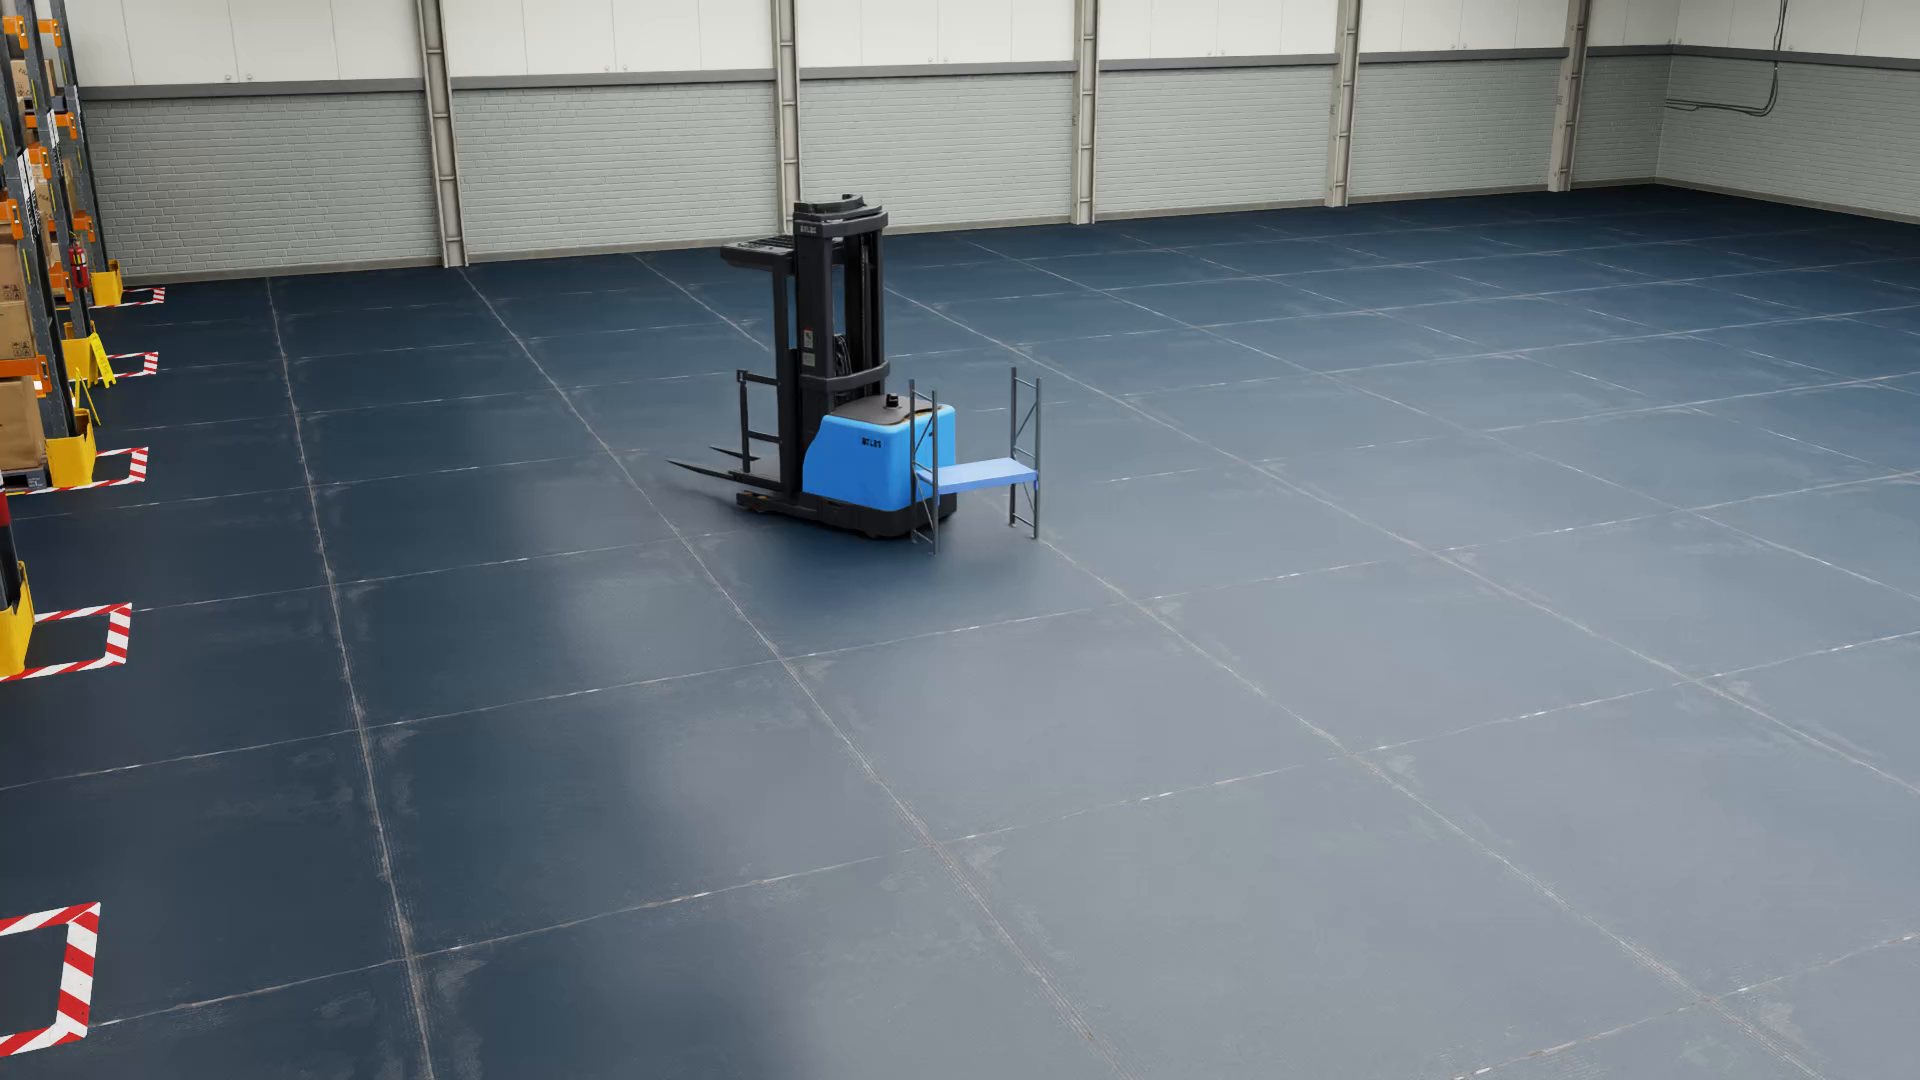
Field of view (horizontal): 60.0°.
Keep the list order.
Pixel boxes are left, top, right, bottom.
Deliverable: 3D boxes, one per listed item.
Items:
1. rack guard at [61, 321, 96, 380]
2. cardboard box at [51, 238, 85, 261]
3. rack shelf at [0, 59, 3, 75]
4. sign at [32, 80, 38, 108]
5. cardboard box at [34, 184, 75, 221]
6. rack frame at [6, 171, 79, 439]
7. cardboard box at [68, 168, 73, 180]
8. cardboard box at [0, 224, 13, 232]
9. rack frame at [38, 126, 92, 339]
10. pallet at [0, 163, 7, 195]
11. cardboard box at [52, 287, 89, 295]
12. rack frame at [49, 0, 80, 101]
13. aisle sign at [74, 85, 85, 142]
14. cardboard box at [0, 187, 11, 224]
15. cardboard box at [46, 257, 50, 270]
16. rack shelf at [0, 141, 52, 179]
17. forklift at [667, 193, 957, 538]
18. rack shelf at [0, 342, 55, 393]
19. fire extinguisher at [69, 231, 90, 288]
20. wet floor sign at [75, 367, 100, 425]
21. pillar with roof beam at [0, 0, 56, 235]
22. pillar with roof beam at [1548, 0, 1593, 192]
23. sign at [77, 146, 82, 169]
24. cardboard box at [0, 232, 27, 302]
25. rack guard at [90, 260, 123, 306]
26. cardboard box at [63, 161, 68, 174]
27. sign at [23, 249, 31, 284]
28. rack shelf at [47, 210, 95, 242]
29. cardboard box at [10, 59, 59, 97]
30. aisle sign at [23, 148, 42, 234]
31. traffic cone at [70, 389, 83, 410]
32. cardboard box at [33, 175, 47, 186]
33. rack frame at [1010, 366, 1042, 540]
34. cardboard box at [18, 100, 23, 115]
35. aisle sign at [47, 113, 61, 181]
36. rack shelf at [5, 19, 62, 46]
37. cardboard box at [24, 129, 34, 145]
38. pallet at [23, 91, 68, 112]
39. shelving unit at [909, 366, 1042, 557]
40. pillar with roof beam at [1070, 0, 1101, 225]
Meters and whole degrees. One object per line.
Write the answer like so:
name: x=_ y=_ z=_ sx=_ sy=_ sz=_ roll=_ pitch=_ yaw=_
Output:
rack guard: x=-11.218 y=-2.425 z=21.190 sx=0.348 sy=0.500 sz=1.175 roll=-8 pitch=21 yaw=-22
cardboard box: x=-13.417 y=-4.344 z=24.880 sx=0.500 sy=0.250 sz=0.500 roll=-7 pitch=21 yaw=-20
rack shelf: x=-10.932 y=-4.157 z=14.996 sx=4.000 sy=0.370 sz=1.077 roll=-8 pitch=21 yaw=-22
sign: x=-10.947 y=-5.275 z=19.670 sx=0.005 sy=0.325 sz=0.100 roll=-8 pitch=21 yaw=-22
cardboard box: x=-13.466 y=-5.030 z=24.673 sx=0.500 sy=0.500 sz=0.500 roll=-9 pitch=21 yaw=-23
rack frame: x=-9.095 y=-2.118 z=16.554 sx=0.127 sy=3.000 sz=1.000 roll=-8 pitch=21 yaw=-22
cardboard box: x=-13.532 y=-5.515 z=25.075 sx=0.250 sy=0.149 sz=0.380 roll=-9 pitch=21 yaw=-23
cardboard box: x=-11.538 y=-3.646 z=20.296 sx=0.500 sy=0.500 sz=0.500 roll=-9 pitch=21 yaw=-23
rack frame: x=-11.149 y=-3.614 z=20.803 sx=0.127 sy=3.000 sz=1.000 roll=-8 pitch=21 yaw=-22
pallet: x=-9.772 y=-3.390 z=15.784 sx=1.213 sy=0.211 sz=1.003 roll=-8 pitch=21 yaw=-22
cardboard box: x=-13.424 y=-3.870 z=25.039 sx=0.500 sy=0.250 sz=0.500 roll=-8 pitch=21 yaw=-22
rack frame: x=-13.118 y=-7.957 z=24.105 sx=0.127 sy=3.000 sz=1.000 roll=-8 pitch=21 yaw=-22
aisle sign: x=-12.941 y=-6.273 z=24.439 sx=0.004 sy=0.787 sz=0.394 roll=-8 pitch=21 yaw=-22
cardboard box: x=-11.531 y=-4.140 z=20.191 sx=0.500 sy=0.500 sz=0.700 roll=-9 pitch=21 yaw=-23
cardboard box: x=-11.407 y=-3.381 z=20.520 sx=0.250 sy=0.149 sz=0.380 roll=-7 pitch=21 yaw=-20
rack shelf: x=-12.985 y=-4.427 z=19.677 sx=4.000 sy=0.370 sz=1.077 roll=-8 pitch=21 yaw=-22
forklift: x=-1.519 y=-1.765 z=15.653 sx=3.031 sy=2.935 sz=1.130 roll=14 pitch=24 yaw=34
rack shelf: x=-10.932 y=-1.516 z=15.926 sx=4.000 sy=0.370 sz=1.077 roll=-8 pitch=21 yaw=-22
fire extinguisher: x=-10.861 y=-3.452 z=20.460 sx=0.183 sy=0.674 sz=0.296 roll=-8 pitch=21 yaw=-22
wet floor sign: x=-9.853 y=-1.615 z=18.671 sx=0.232 sy=0.644 sz=0.267 roll=-12 pitch=23 yaw=-31
pillar with roof beam: x=-12.409 y=-6.828 z=20.897 sx=0.400 sy=9.000 sz=9.100 roll=-8 pitch=21 yaw=-22
pillar with roof beam: x=15.137 y=-10.774 z=32.105 sx=0.400 sy=9.000 sz=9.100 roll=-8 pitch=21 yaw=-22
sign: x=-12.916 y=-5.618 z=24.394 sx=0.005 sy=0.325 sz=0.100 roll=-8 pitch=21 yaw=-22
cardboard box: x=-9.451 y=-2.661 z=16.245 sx=0.550 sy=0.550 sz=0.875 roll=-8 pitch=21 yaw=-22
rack guard: x=-13.096 y=-3.952 z=25.525 sx=0.348 sy=0.500 sz=1.175 roll=-8 pitch=21 yaw=-22
cardboard box: x=-13.364 y=-5.509 z=24.611 sx=0.250 sy=0.149 sz=0.380 roll=-8 pitch=21 yaw=-22
sign: x=-8.893 y=-2.609 z=15.847 sx=0.005 sy=0.325 sz=0.100 roll=-8 pitch=21 yaw=-22
rack shelf: x=-14.955 y=-4.525 z=24.473 sx=4.000 sy=0.370 sz=1.077 roll=-8 pitch=21 yaw=-22
cardboard box: x=-13.428 y=-6.702 z=24.123 sx=0.500 sy=0.500 sz=0.500 roll=-7 pitch=21 yaw=-20
aisle sign: x=-9.149 y=-3.445 z=16.409 sx=0.004 sy=0.787 sz=0.394 roll=-8 pitch=21 yaw=-22
traffic cone: x=-10.281 y=-1.674 z=19.112 sx=0.334 sy=0.463 sz=0.336 roll=-8 pitch=21 yaw=-22
cardboard box: x=-13.548 y=-5.307 z=24.483 sx=0.250 sy=0.149 sz=0.380 roll=-8 pitch=21 yaw=-21
rack frame: x=0.589 y=-0.783 z=15.020 sx=0.032 sy=1.500 sz=0.500 roll=-10 pitch=22 yaw=-25
cardboard box: x=-11.342 y=-5.152 z=19.832 sx=0.250 sy=0.149 sz=0.380 roll=-8 pitch=21 yaw=-21
aisle sign: x=-10.977 y=-4.760 z=20.144 sx=0.004 sy=0.787 sz=0.394 roll=-8 pitch=21 yaw=-22
rack shelf: x=-14.955 y=-7.166 z=23.543 sx=4.000 sy=0.370 sz=1.077 roll=-8 pitch=21 yaw=-22
cardboard box: x=-11.582 y=-4.966 z=20.504 sx=0.250 sy=0.149 sz=0.380 roll=-8 pitch=21 yaw=-22
pallet: x=-13.778 y=-6.415 z=24.376 sx=1.213 sy=0.211 sz=1.003 roll=-8 pitch=21 yaw=-22
shelving unit: x=0.136 y=-0.707 z=14.803 sx=1.048 sy=1.500 sz=0.538 roll=-10 pitch=22 yaw=-25
pillar with roof beam: x=4.118 y=-9.196 z=27.622 sx=0.400 sy=9.000 sz=9.100 roll=-8 pitch=21 yaw=-22
